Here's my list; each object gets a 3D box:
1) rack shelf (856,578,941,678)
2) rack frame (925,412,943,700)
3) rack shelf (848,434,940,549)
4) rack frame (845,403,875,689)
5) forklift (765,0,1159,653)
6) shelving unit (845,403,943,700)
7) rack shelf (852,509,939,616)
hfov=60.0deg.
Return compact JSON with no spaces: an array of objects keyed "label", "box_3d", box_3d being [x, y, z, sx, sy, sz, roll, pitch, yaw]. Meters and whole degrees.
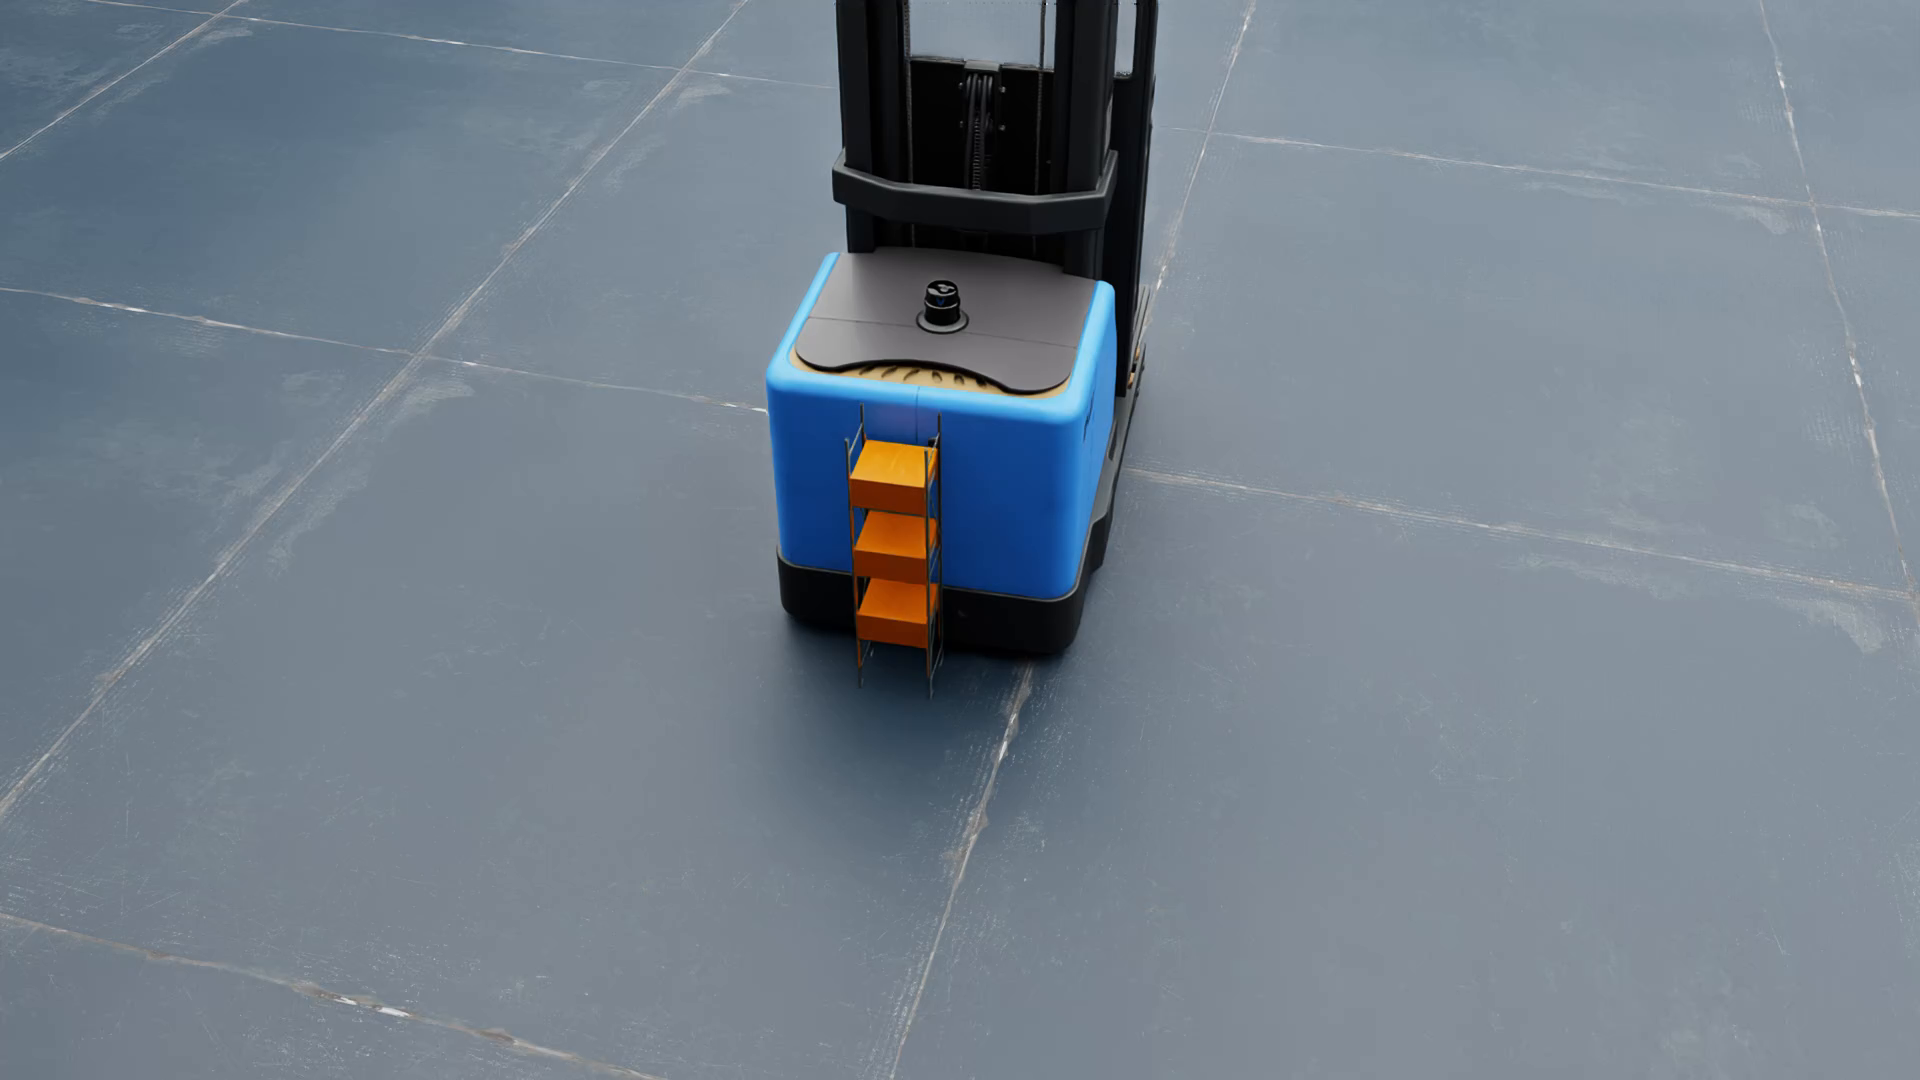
[{"label":"rack shelf","box_3d":[-0.201,0.279,5.550,0.240,0.259,0.215,8,41,9]},{"label":"rack frame","box_3d":[-0.081,0.074,5.346,0.008,1.050,0.200,8,41,9]},{"label":"rack shelf","box_3d":[-0.201,-0.151,5.189,0.240,0.259,0.215,8,41,9]},{"label":"rack frame","box_3d":[-0.320,0.042,5.384,0.008,1.050,0.200,8,41,9]},{"label":"forklift","box_3d":[0.170,-1.689,5.982,1.130,2.935,3.031,8,41,9]},{"label":"shelving unit","box_3d":[-0.201,0.058,5.365,0.252,1.050,0.215,8,41,9]},{"label":"rack shelf","box_3d":[-0.201,0.066,5.371,0.240,0.259,0.215,8,41,9]}]
